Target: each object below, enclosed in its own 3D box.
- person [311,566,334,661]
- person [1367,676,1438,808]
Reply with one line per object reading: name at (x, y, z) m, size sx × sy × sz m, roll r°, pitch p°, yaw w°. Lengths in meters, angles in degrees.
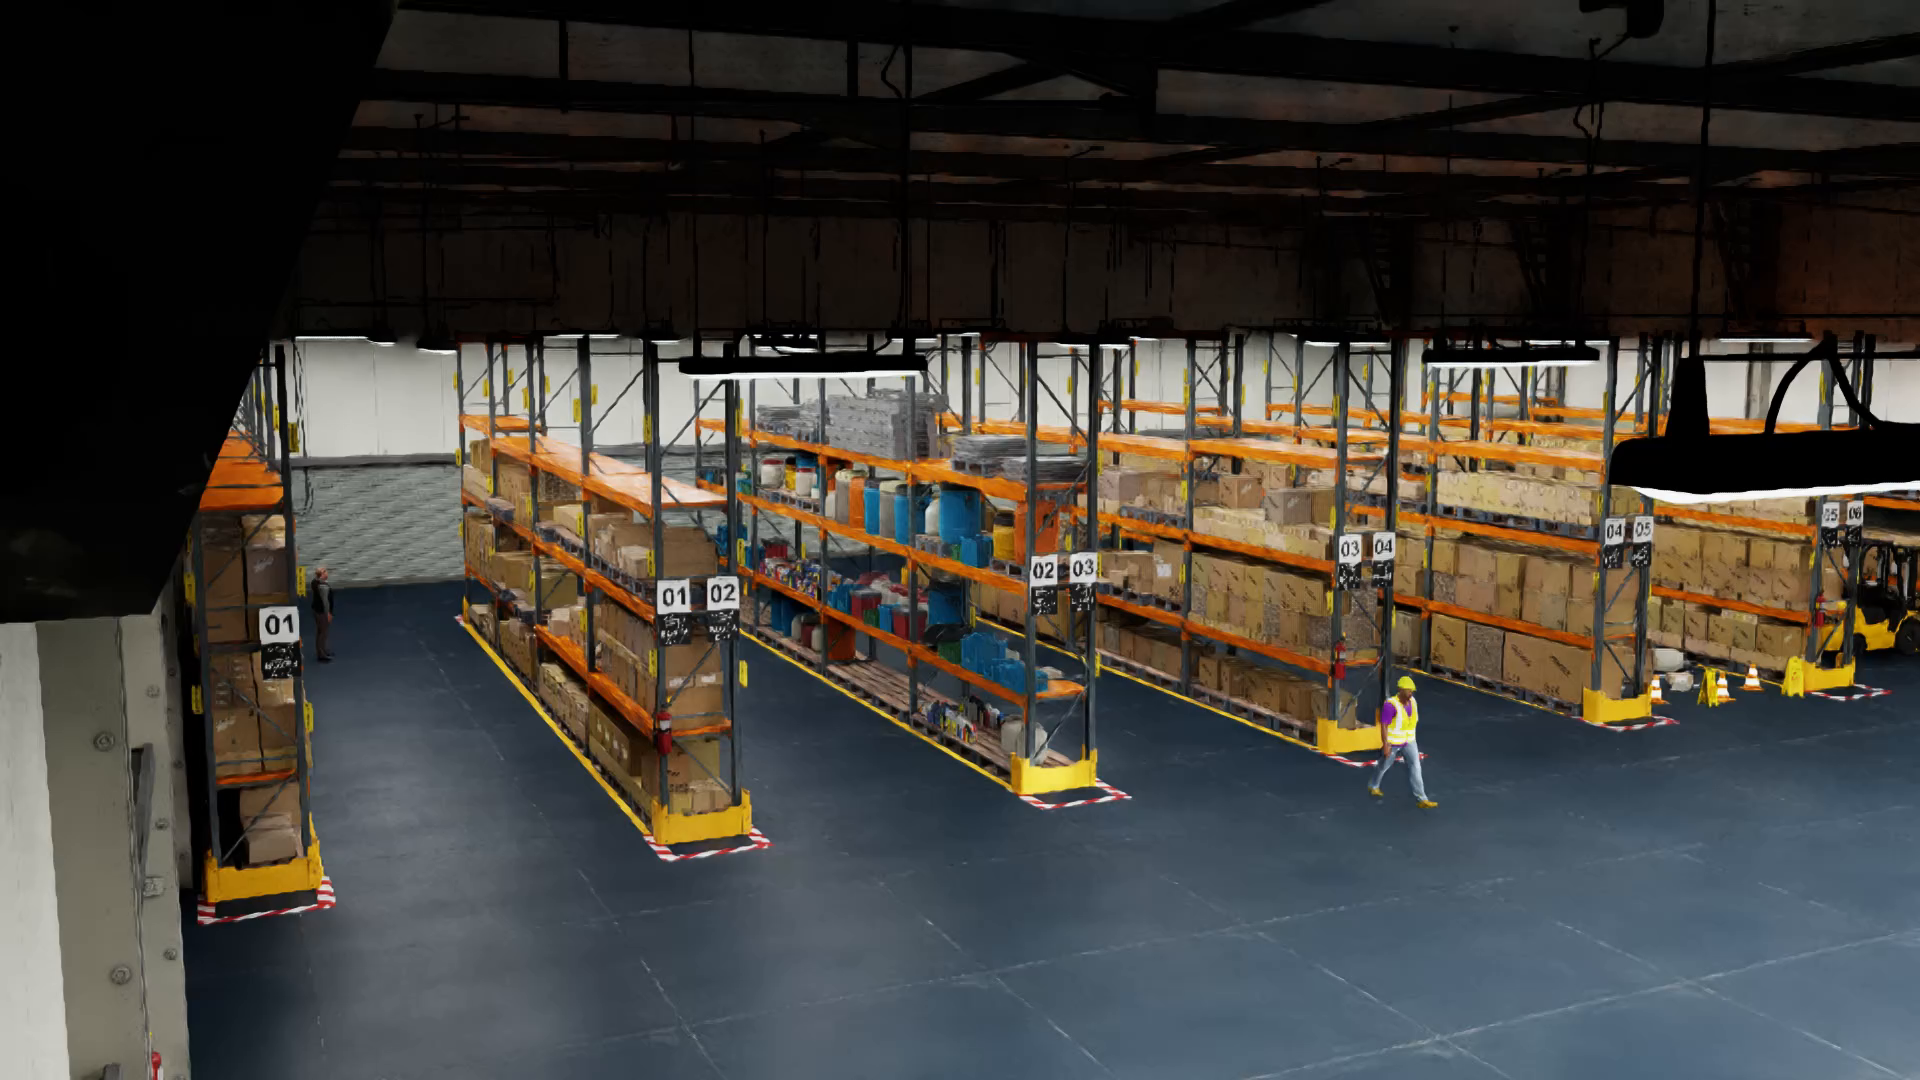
person at (-11.744, 1.329, 30.667) m, size 0.386 × 1.727 × 0.654 m, roll -5°, pitch 9°, yaw -35°
person at (5.707, 2.589, 21.548) m, size 0.577 × 1.691 × 1.121 m, roll -3°, pitch 8°, yaw -21°
